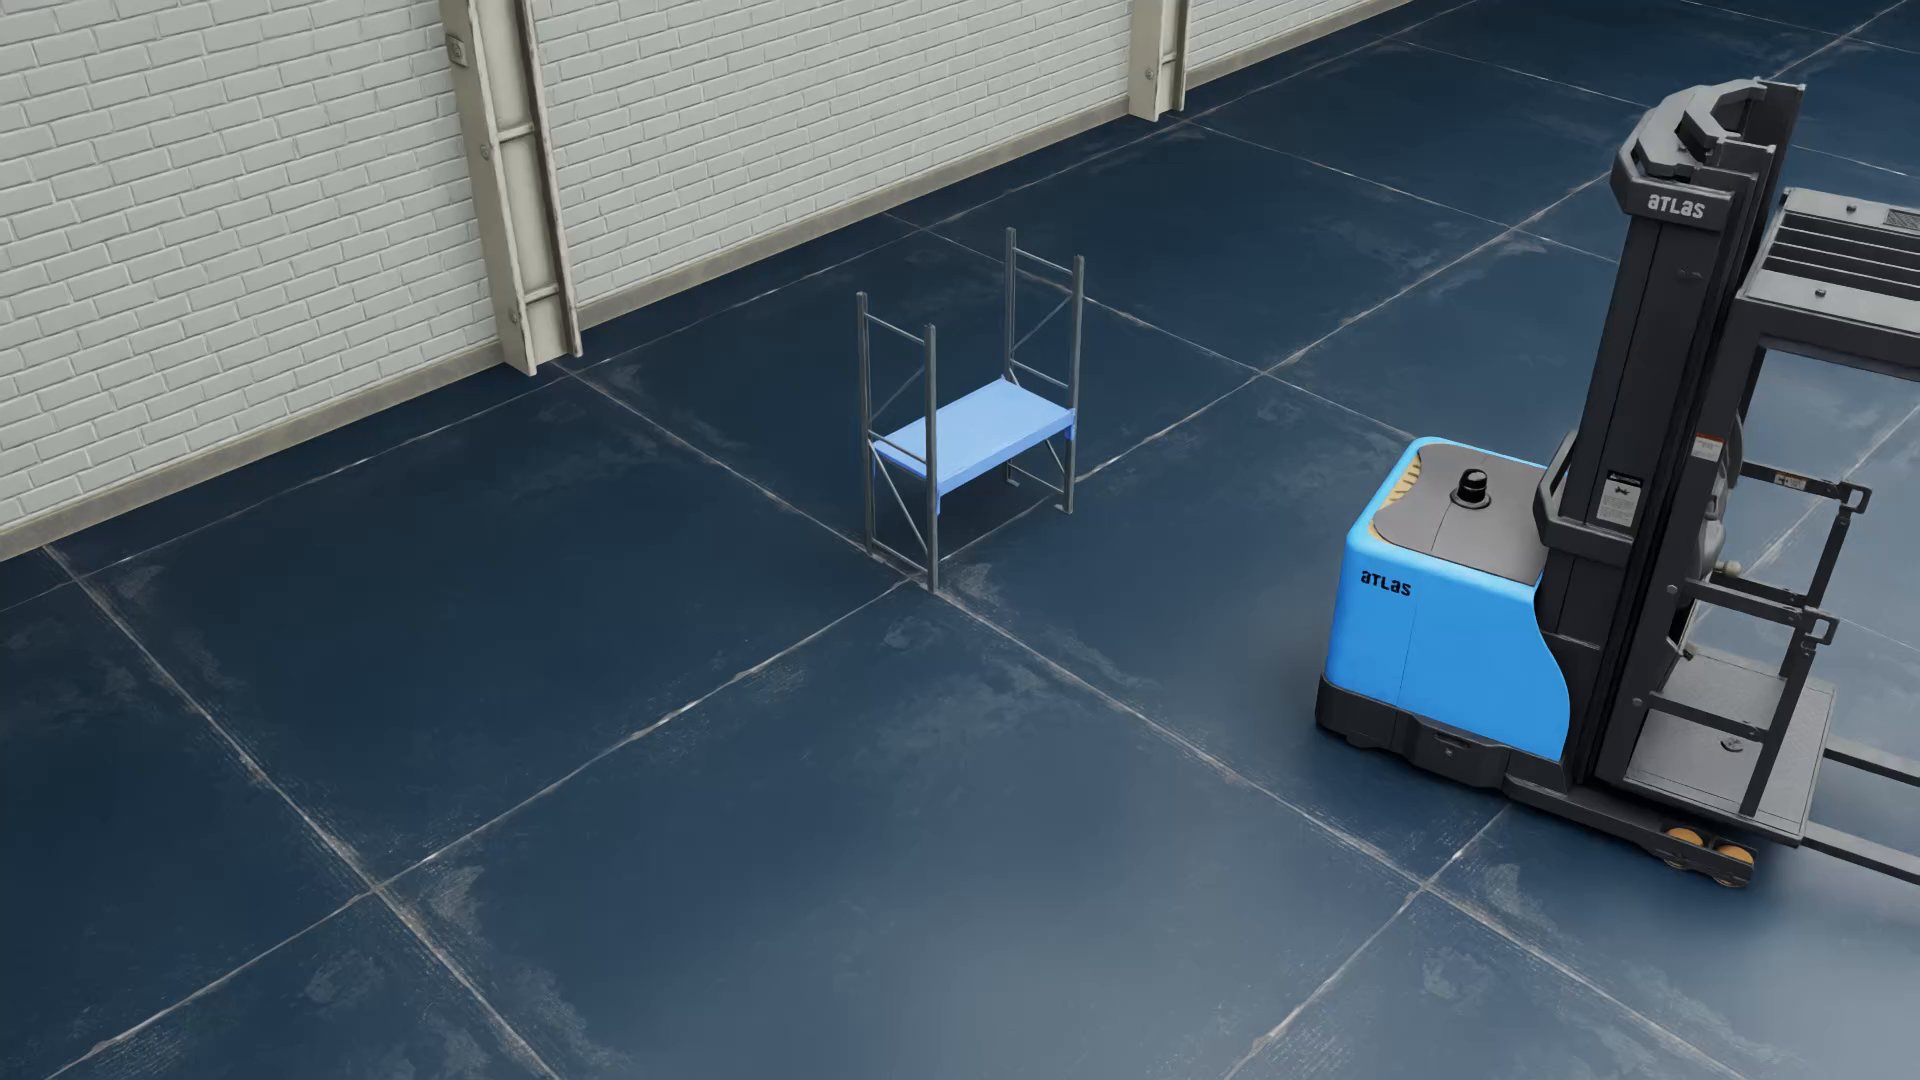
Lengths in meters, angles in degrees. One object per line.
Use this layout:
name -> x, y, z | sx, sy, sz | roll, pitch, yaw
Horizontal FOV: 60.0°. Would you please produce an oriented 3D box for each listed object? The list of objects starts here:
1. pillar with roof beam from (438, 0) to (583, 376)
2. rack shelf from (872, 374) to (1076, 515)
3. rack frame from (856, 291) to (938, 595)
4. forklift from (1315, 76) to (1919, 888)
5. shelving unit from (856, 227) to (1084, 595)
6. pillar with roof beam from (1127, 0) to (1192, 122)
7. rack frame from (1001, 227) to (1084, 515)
pillar with roof beam -> 0.453, -3.098, 5.316 | 9.100, 9.000, 0.400 | 30, 45, 35
rack shelf -> 0.060, -0.502, 8.464 | 0.538, 0.185, 1.000 | 30, 45, 35
rack frame -> -0.298, -0.443, 8.065 | 0.500, 1.500, 0.032 | 30, 45, 35
forklift -> 3.128, -0.148, 6.391 | 3.031, 2.935, 1.130 | 19, 39, 25
shelving unit -> 0.060, -0.650, 8.361 | 0.538, 1.500, 1.048 | 30, 45, 35
pillar with roof beam -> 4.680, -5.534, 8.809 | 9.100, 9.000, 0.400 | 30, 45, 35
rack frame -> 0.418, -0.856, 8.657 | 0.500, 1.500, 0.032 | 30, 45, 35
